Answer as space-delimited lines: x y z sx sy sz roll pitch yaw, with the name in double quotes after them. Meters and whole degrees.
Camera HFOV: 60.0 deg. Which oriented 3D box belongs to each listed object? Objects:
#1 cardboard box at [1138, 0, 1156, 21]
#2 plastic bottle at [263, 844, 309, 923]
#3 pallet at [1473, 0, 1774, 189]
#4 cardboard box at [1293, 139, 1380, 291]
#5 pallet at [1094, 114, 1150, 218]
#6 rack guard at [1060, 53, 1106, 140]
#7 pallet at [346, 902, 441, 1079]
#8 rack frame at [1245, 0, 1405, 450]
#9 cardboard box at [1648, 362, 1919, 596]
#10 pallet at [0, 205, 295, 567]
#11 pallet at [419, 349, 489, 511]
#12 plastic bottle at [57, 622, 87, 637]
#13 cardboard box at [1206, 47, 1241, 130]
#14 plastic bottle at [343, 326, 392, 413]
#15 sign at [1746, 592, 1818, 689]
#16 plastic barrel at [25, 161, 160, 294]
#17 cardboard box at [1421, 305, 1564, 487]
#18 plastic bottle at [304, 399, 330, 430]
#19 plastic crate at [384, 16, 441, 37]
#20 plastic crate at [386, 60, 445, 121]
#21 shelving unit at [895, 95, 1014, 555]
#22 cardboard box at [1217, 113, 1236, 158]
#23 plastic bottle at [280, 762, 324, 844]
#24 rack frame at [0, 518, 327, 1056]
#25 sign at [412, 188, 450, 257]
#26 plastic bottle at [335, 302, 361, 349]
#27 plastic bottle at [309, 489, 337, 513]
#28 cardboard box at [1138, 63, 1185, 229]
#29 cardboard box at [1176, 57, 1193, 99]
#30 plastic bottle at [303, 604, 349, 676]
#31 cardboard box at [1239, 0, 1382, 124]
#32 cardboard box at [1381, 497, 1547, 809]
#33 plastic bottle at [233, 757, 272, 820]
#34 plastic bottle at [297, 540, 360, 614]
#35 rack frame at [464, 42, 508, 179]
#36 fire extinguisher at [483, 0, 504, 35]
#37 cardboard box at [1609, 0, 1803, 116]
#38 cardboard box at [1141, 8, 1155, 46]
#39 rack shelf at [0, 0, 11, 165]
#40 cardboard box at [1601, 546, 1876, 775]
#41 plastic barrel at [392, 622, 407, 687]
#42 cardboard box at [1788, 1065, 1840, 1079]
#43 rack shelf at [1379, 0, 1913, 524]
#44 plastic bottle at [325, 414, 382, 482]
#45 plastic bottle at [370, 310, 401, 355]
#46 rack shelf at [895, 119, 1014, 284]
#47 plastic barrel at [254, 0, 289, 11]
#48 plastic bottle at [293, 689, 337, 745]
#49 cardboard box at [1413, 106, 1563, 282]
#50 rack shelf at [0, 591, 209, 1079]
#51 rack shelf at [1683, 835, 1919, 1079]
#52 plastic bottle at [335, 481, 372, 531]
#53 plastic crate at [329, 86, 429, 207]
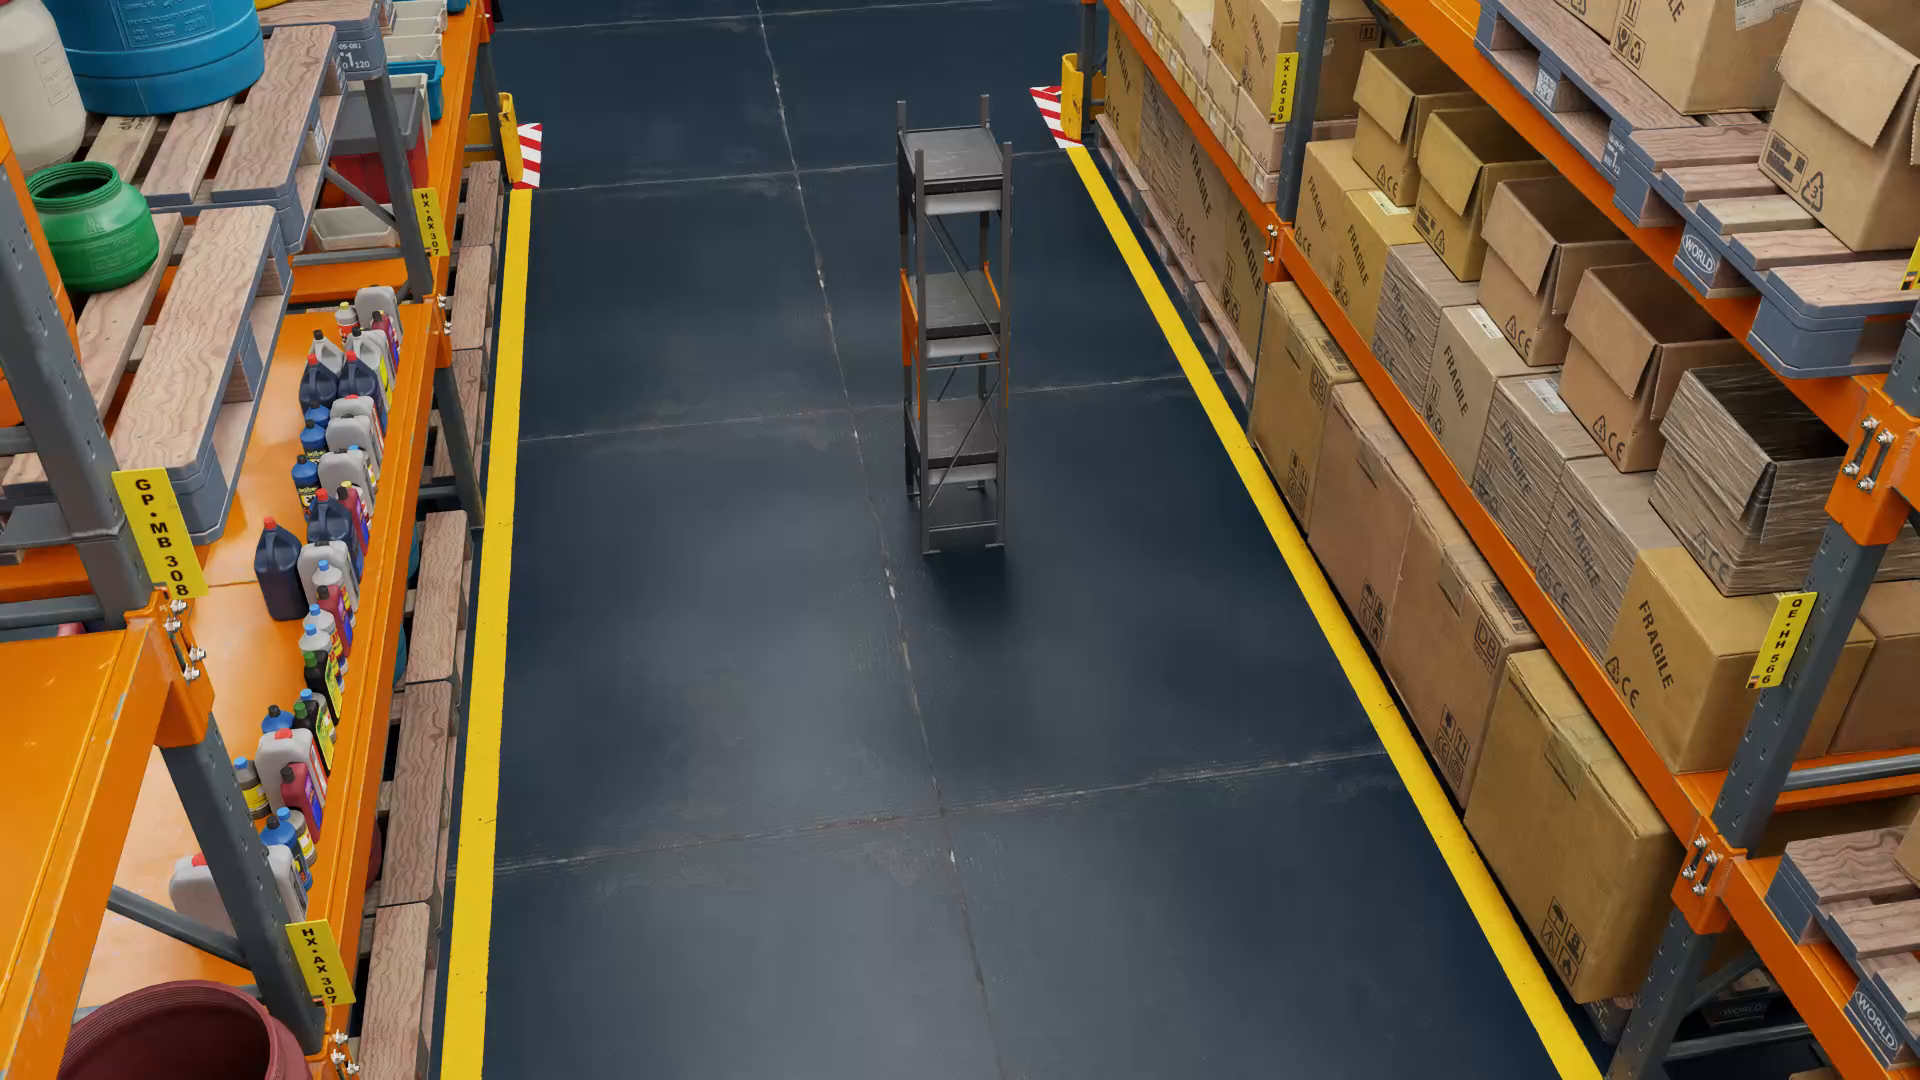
1.323 -3.288 9.818 0.500 0.250 0.500 -7 38 -9 "cardboard box"
-1.909 0.951 4.582 0.152 0.276 0.135 -6 38 -8 "plastic bottle"
2.361 -1.503 5.348 1.003 0.211 1.213 -5 38 -6 "pallet"
1.858 -1.485 7.535 0.500 0.500 0.500 -6 38 -8 "cardboard box"
1.540 -2.591 11.313 1.003 0.211 1.213 -6 38 -8 "pallet"
1.318 -3.194 11.853 1.175 0.500 0.348 -6 38 -8 "rack guard"
-2.330 1.828 5.625 1.003 0.211 1.213 -6 38 -8 "pallet"
2.024 -1.750 7.958 1.000 3.000 0.127 -6 38 -8 "rack frame"
2.613 -0.213 5.080 0.797 0.503 0.637 -5 38 -6 "cardboard box"
-2.189 -0.384 3.908 1.003 0.211 1.213 -6 38 -8 "pallet"
-3.020 -0.556 8.694 1.003 0.211 1.213 -6 38 -8 "pallet"
-2.843 0.356 5.342 0.061 0.283 0.133 -6 38 -8 "plastic bottle"
1.595 -2.359 8.622 0.500 0.250 0.500 -5 38 -7 "cardboard box"
-2.369 -0.678 6.618 0.144 0.351 0.185 -6 38 -8 "plastic bottle"
2.179 0.270 4.414 0.100 0.325 0.005 -6 38 -8 "sign"
-2.111 -0.755 4.017 0.294 0.245 0.294 0 38 0 "plastic barrel"
2.130 -0.568 6.354 0.500 0.500 0.500 -6 38 -7 "cardboard box"
-2.432 -0.414 6.342 0.097 0.271 0.097 0 38 0 "plastic bottle"
-3.196 -2.904 9.608 0.396 0.136 0.243 -6 38 -8 "plastic crate"
-2.941 -2.378 8.854 0.416 0.233 0.300 -6 38 -8 "plastic crate"
-0.029 -0.929 7.634 0.431 2.100 0.503 -6 38 -8 "shelving unit"
1.558 -2.111 8.626 0.380 0.149 0.250 -7 38 -9 "cardboard box"
-1.922 0.745 4.841 0.061 0.283 0.133 -6 38 -8 "plastic bottle"
-2.151 1.198 4.162 1.000 3.000 0.127 -6 38 -8 "rack frame"
-2.311 -1.385 7.262 0.100 0.325 0.005 -6 38 -8 "sign"
-2.585 -0.911 7.040 0.097 0.201 0.097 0 38 0 "plastic bottle"
-2.238 -0.063 5.891 0.097 0.271 0.097 0 38 0 "plastic bottle"
1.673 -2.566 10.397 0.875 0.875 0.875 -6 38 -8 "cardboard box"
1.422 -2.576 9.226 0.380 0.149 0.250 -7 38 -9 "cardboard box"
-2.064 0.322 5.396 0.097 0.271 0.097 0 38 0 "plastic bottle"
1.680 -2.354 8.003 0.500 0.500 0.500 -5 38 -7 "cardboard box"
2.476 0.381 6.605 1.225 0.875 0.875 -6 38 -8 "cardboard box"
-2.109 0.726 4.932 0.097 0.201 0.097 0 38 0 "plastic bottle"
-2.152 0.114 5.660 0.152 0.276 0.135 -6 38 -8 "plastic bottle"
-3.554 -3.634 10.382 1.000 3.000 0.127 -6 38 -8 "rack frame"
-3.133 -3.596 10.700 0.296 0.674 0.183 -6 38 -8 "fire extinguisher"
2.309 -1.597 4.892 0.500 0.500 0.500 -4 38 -6 "cardboard box"
1.288 -3.041 9.824 0.380 0.149 0.250 -7 38 -8 "cardboard box"
-2.502 -1.937 4.220 1.077 0.370 4.000 -6 38 -8 "rack shelf"
2.395 0.355 5.167 0.500 0.500 0.500 -5 38 -7 "cardboard box"
-2.650 0.203 6.811 0.600 0.901 0.708 -6 38 -8 "plastic barrel"
2.862 1.882 4.962 0.700 0.500 0.500 -8 39 -10 "cardboard box"
2.374 -1.443 5.703 1.077 0.370 4.000 -6 38 -8 "rack shelf"
-2.289 -0.359 6.268 0.152 0.276 0.135 -6 38 -8 "plastic bottle"
-2.418 -0.869 6.985 0.097 0.201 0.097 0 38 0 "plastic bottle"
-0.029 -1.471 7.213 0.431 0.518 0.480 -6 38 -8 "rack shelf"
-2.493 -2.113 5.484 0.600 0.588 0.600 0 38 0 "plastic barrel"
-2.007 0.548 5.162 0.097 0.201 0.097 0 38 0 "plastic bottle"
2.253 -1.385 6.589 0.797 0.503 0.637 -6 38 -7 "cardboard box"
-1.801 1.506 1.908 1.077 0.370 4.000 -6 38 -8 "rack shelf"
3.076 2.158 3.514 1.077 0.370 4.000 -6 38 -8 "rack shelf"
-2.201 -0.122 6.024 0.097 0.201 0.097 0 38 0 "plastic bottle"
-2.762 -1.833 7.963 0.402 0.464 0.583 -6 38 -8 "plastic crate"
